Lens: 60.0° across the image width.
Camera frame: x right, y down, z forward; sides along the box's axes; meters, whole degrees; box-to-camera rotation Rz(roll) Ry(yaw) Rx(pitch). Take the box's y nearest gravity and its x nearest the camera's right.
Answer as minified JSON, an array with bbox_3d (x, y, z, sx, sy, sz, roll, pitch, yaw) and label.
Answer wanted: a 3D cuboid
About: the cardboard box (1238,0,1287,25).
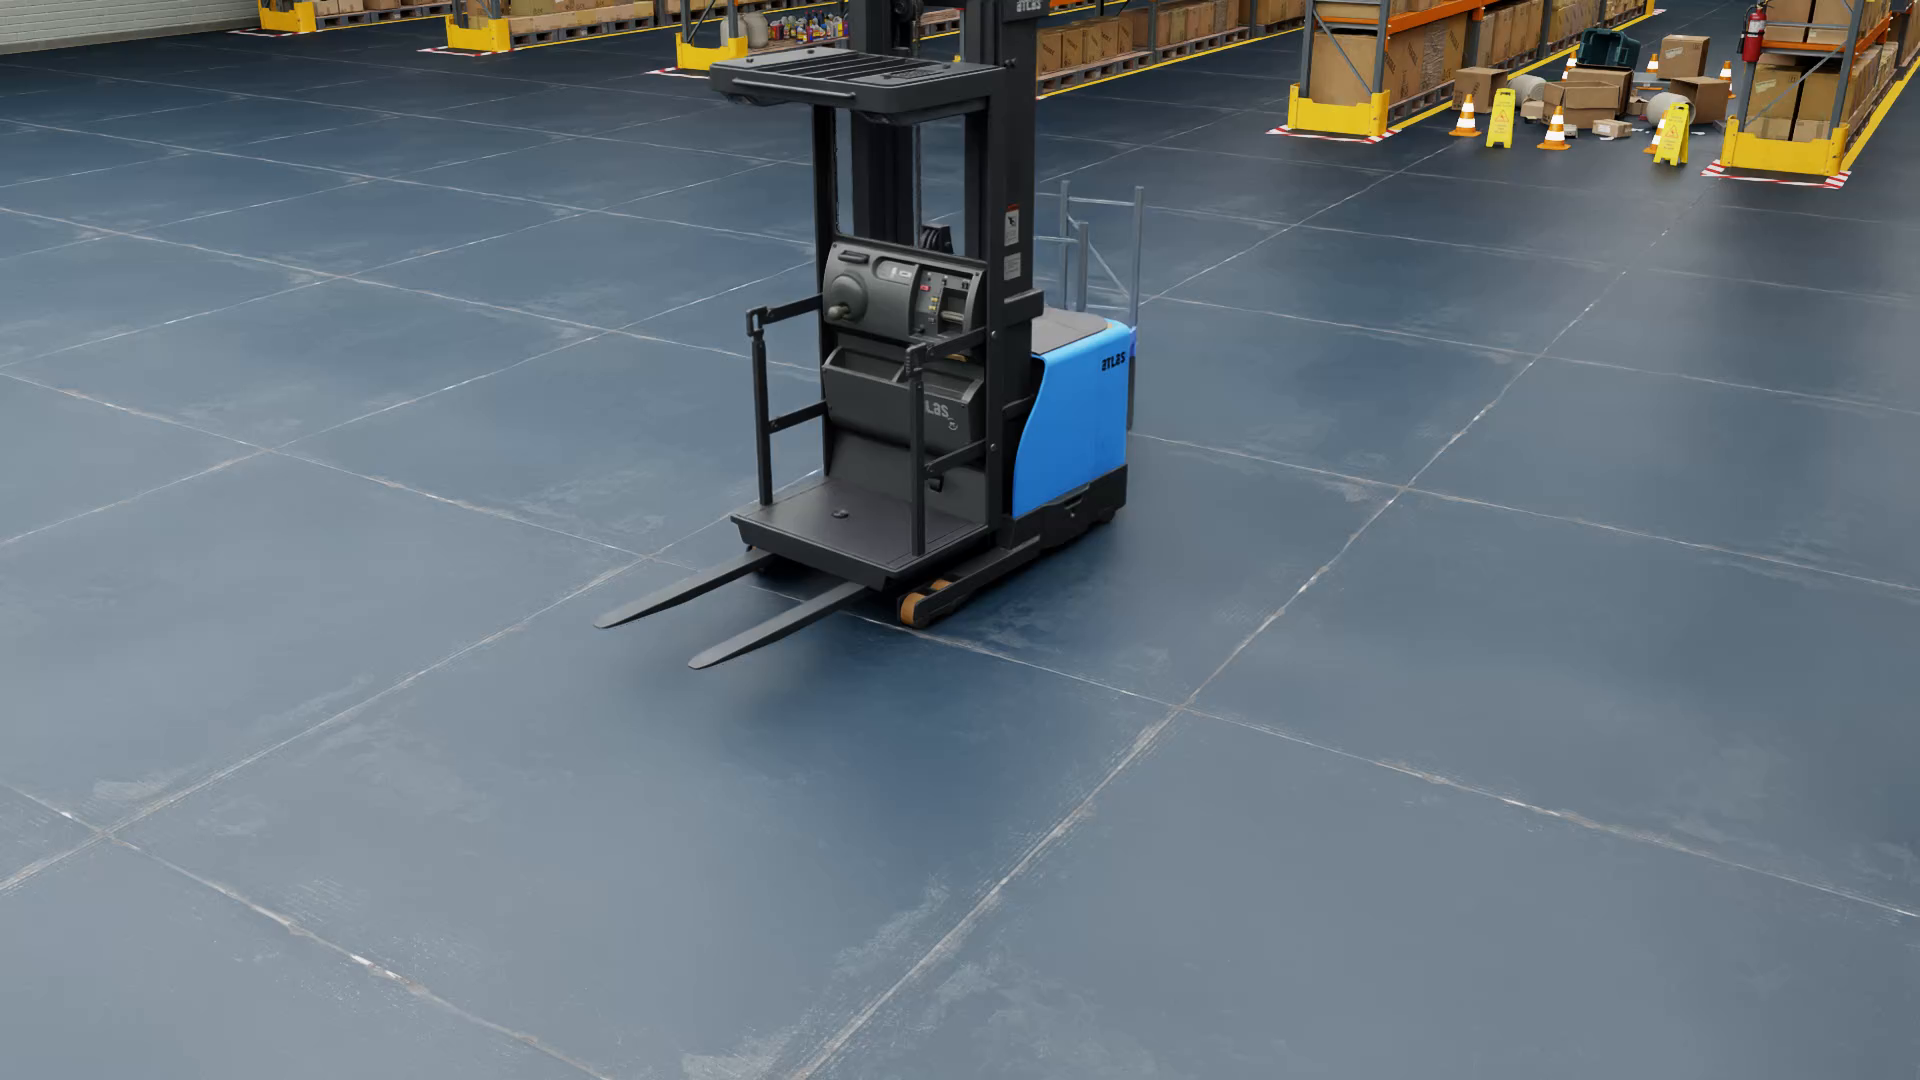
[{"bbox_3d":[5.051,-9.616,29.333,1.225,0.875,0.875,12,26,27],"label":"cardboard box"}]

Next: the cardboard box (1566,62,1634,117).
[{"bbox_3d":[8.131,-5.751,21.230,0.797,0.637,0.503,14,27,29],"label":"cardboard box"}]

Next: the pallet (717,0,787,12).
[{"bbox_3d":[-4.212,-10.698,33.196,1.003,0.211,1.213,14,27,29],"label":"pallet"}]

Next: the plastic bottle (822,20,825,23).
[{"bbox_3d":[-2.194,-8.330,27.081,0.061,0.283,0.133,14,27,29],"label":"plastic bottle"}]

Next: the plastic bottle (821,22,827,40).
[{"bbox_3d":[-2.196,-8.222,26.848,0.097,0.271,0.097,0,23,0],"label":"plastic bottle"}]

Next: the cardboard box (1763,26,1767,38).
[{"bbox_3d":[8.924,-5.558,18.129,0.380,0.149,0.250,14,27,28],"label":"cardboard box"}]

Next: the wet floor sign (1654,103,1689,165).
[{"bbox_3d":[7.860,-4.473,18.270,0.232,0.644,0.267,-17,29,-35],"label":"wet floor sign"}]

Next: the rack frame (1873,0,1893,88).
[{"bbox_3d":[10.979,-6.743,20.551,1.000,3.000,0.127,14,27,29],"label":"rack frame"}]

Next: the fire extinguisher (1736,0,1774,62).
[{"bbox_3d":[8.417,-5.416,17.582,0.296,0.674,0.183,14,27,29],"label":"fire extinguisher"}]

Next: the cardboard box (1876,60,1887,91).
[{"bbox_3d":[11.630,-6.151,21.962,0.950,0.372,0.625,16,28,32],"label":"cardboard box"}]

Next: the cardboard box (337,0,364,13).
[{"bbox_3d":[-11.433,-9.959,30.810,0.500,0.311,0.500,16,28,33],"label":"cardboard box"}]

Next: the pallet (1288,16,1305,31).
[{"bbox_3d":[5.794,-9.551,30.546,1.003,0.211,1.213,14,27,29],"label":"pallet"}]

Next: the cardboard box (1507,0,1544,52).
[{"bbox_3d":[8.433,-8.070,25.919,1.050,0.750,0.750,13,27,28],"label":"cardboard box"}]

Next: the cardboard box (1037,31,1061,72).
[{"bbox_3d":[1.080,-6.932,23.604,0.500,0.500,0.500,-20,31,-39],"label":"cardboard box"}]

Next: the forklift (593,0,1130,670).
[{"bbox_3d":[-0.411,-1.153,7.725,1.130,2.935,3.031,18,29,35],"label":"forklift"}]

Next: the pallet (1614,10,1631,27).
[{"bbox_3d":[11.907,-9.814,31.155,1.003,0.211,1.213,14,27,29],"label":"pallet"}]

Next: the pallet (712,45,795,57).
[{"bbox_3d":[-3.325,-7.537,25.894,1.003,0.211,1.213,14,27,29],"label":"pallet"}]

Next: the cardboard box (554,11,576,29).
[{"bbox_3d":[-6.968,-8.951,28.583,0.500,0.250,0.500,14,27,29],"label":"cardboard box"}]

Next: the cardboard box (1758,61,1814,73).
[{"bbox_3d":[9.342,-5.170,18.906,0.500,0.500,0.500,15,28,31],"label":"cardboard box"}]

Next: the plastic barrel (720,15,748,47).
[{"bbox_3d":[-3.476,-7.797,25.588,0.421,0.512,0.421,0,23,0],"label":"plastic barrel"}]

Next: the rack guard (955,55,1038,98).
[{"bbox_3d":[0.490,-6.349,22.786,1.175,0.500,0.348,14,27,29],"label":"rack guard"}]

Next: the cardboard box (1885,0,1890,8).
[{"bbox_3d":[10.690,-6.548,19.601,0.500,0.500,0.500,15,28,31],"label":"cardboard box"}]

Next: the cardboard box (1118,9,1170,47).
[{"bbox_3d":[2.902,-8.078,26.226,0.700,0.500,0.500,12,26,25],"label":"cardboard box"}]

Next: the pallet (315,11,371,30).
[{"bbox_3d":[-11.676,-9.597,30.653,1.003,0.211,1.213,14,27,29],"label":"pallet"}]

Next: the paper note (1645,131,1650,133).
[{"bbox_3d":[8.338,-4.947,20.165,0.032,0.001,0.123,14,27,29],"label":"paper note"}]

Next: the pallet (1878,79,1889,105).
[{"bbox_3d":[12.031,-6.140,22.668,1.003,0.211,1.213,14,27,29],"label":"pallet"}]

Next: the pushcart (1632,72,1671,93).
[{"bbox_3d":[9.016,-6.001,22.137,1.648,0.377,0.936,5,24,11],"label":"pushcart"}]

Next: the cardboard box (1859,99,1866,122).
[{"bbox_3d":[10.351,-5.066,19.609,0.500,0.250,0.500,14,27,30],"label":"cardboard box"}]

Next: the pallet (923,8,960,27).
[{"bbox_3d":[0.020,-9.675,30.833,1.003,0.211,1.213,14,27,29],"label":"pallet"}]

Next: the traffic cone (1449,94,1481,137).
[{"bbox_3d":[6.097,-5.114,19.981,0.336,0.463,0.334,14,27,29],"label":"traffic cone"}]

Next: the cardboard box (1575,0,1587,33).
[{"bbox_3d":[10.219,-8.844,28.022,0.500,0.500,0.500,13,27,28],"label":"cardboard box"}]

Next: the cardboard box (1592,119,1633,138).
[{"bbox_3d":[7.844,-4.950,19.998,0.250,0.149,0.380,-12,26,-26],"label":"cardboard box"}]

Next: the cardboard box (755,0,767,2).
[{"bbox_3d":[-4.083,-10.775,32.796,0.500,0.250,0.500,14,27,28],"label":"cardboard box"}]

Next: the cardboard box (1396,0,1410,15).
[{"bbox_3d":[5.039,-6.790,20.471,0.875,0.550,0.550,14,27,29],"label":"cardboard box"}]

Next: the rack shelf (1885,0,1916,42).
[{"bbox_3d":[12.034,-7.088,22.253,1.077,0.370,4.000,14,27,29],"label":"rack shelf"}]

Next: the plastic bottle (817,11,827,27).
[{"bbox_3d":[-2.304,-8.629,27.687,0.144,0.351,0.185,14,27,29],"label":"plastic bottle"}]

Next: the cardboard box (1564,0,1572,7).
[{"bbox_3d":[9.667,-8.839,27.067,0.500,0.250,0.500,13,27,28],"label":"cardboard box"}]

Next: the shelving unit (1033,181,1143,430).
[{"bbox_3d":[0.646,-1.231,9.705,0.538,1.500,1.048,9,25,21],"label":"shelving unit"}]

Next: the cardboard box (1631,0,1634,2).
[{"bbox_3d":[12.479,-10.226,31.282,0.380,0.149,0.250,14,27,30],"label":"cardboard box"}]

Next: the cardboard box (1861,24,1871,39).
[{"bbox_3d":[9.727,-5.586,18.194,0.380,0.149,0.250,14,27,30],"label":"cardboard box"}]

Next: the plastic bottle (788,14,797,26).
[{"bbox_3d":[-2.750,-8.452,27.278,0.144,0.351,0.185,14,27,29],"label":"plastic bottle"}]

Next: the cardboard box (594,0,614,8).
[{"bbox_3d":[-6.447,-9.634,29.217,0.500,0.500,0.500,14,27,29],"label":"cardboard box"}]

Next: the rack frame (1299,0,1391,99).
[{"bbox_3d":[4.610,-6.396,19.750,1.000,3.000,0.127,14,27,29],"label":"rack frame"}]

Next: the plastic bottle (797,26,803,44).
[{"bbox_3d":[-2.537,-8.004,26.345,0.097,0.271,0.097,0,23,0],"label":"plastic bottle"}]

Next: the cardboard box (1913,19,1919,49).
[{"bbox_3d":[14.470,-8.129,25.897,0.875,0.875,0.875,15,27,30],"label":"cardboard box"}]

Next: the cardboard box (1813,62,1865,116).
[{"bbox_3d":[9.814,-5.068,18.670,0.500,0.500,0.500,13,26,27],"label":"cardboard box"}]

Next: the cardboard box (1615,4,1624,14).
[{"bbox_3d":[12.055,-9.833,30.748,0.380,0.149,0.250,13,27,28],"label":"cardboard box"}]

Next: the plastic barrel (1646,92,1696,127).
[{"bbox_3d":[8.672,-5.225,20.288,0.421,0.421,0.512,-7,24,-17],"label":"plastic barrel"}]

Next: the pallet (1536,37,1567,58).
[{"bbox_3d":[9.244,-8.080,27.150,1.003,0.211,1.213,14,27,29],"label":"pallet"}]

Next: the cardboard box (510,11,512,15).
[{"bbox_3d":[-7.679,-8.892,28.448,0.500,0.250,0.500,14,27,29],"label":"cardboard box"}]
